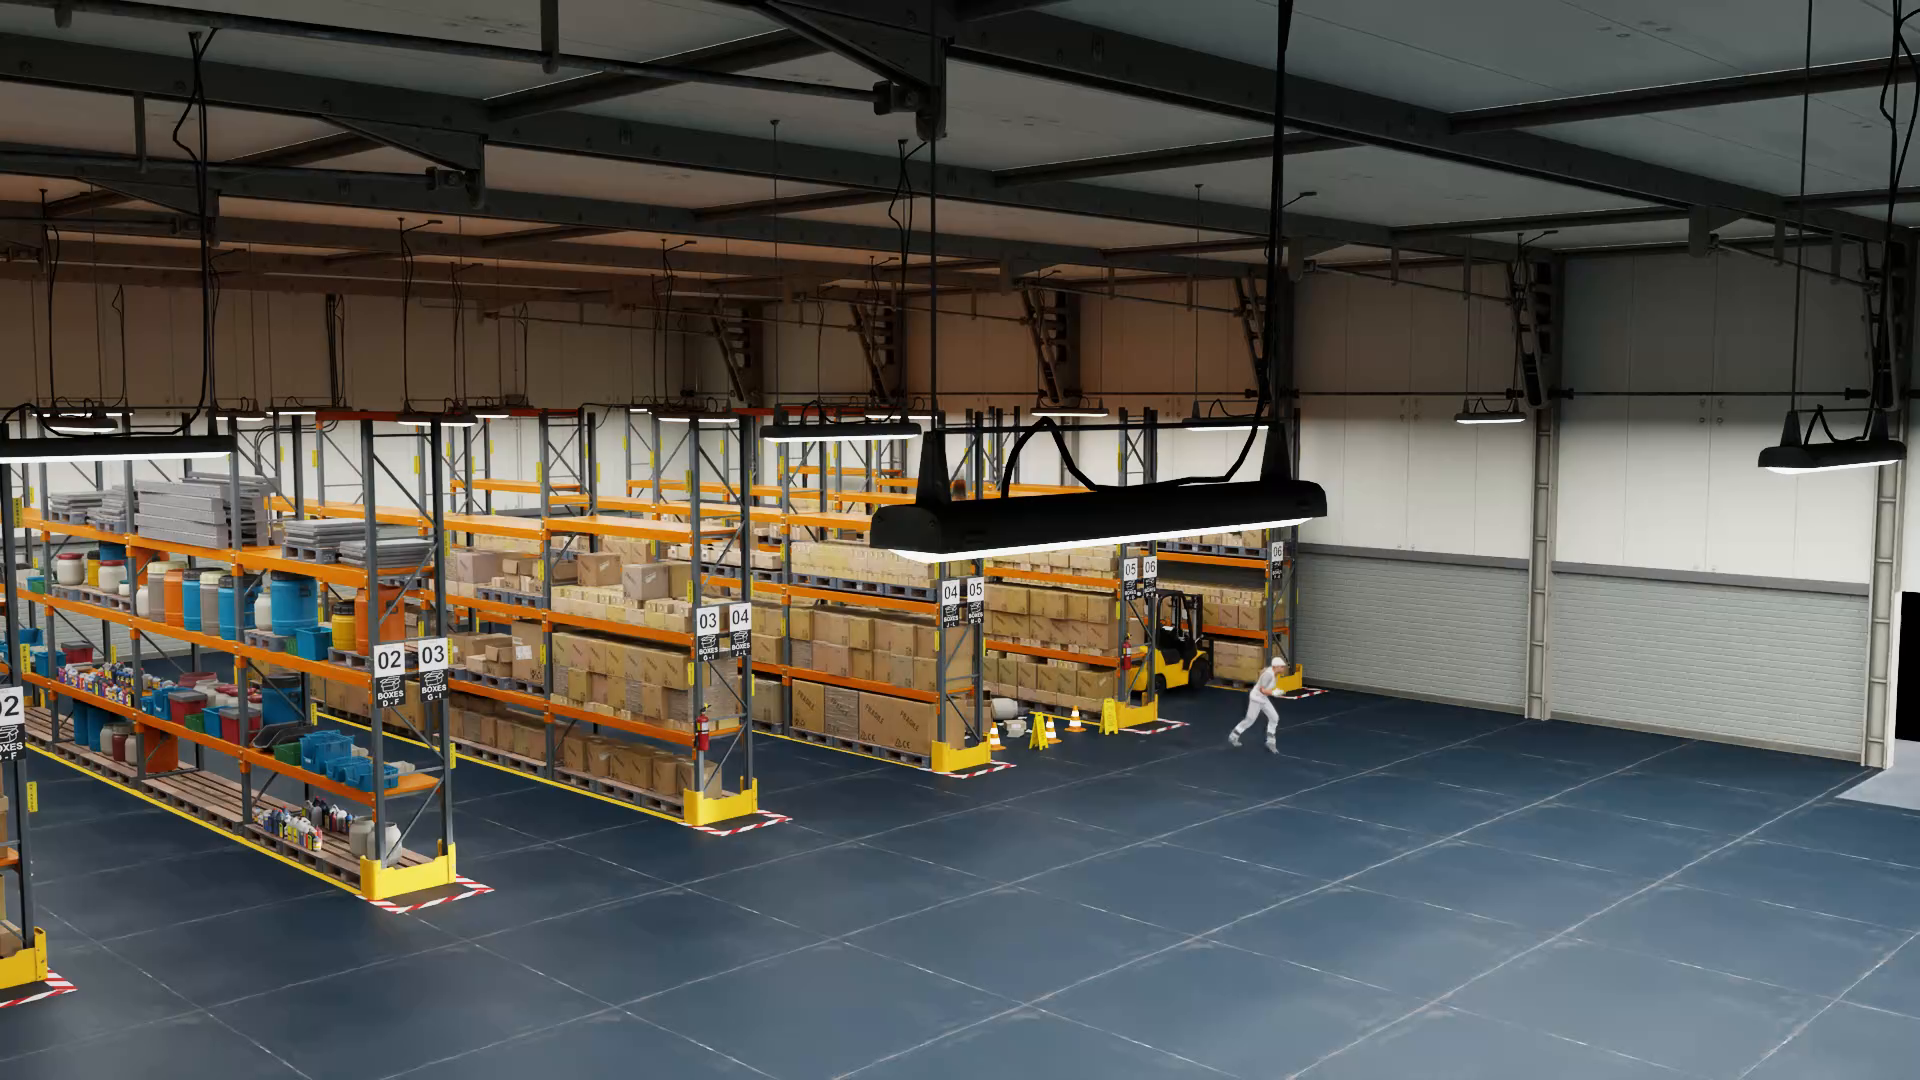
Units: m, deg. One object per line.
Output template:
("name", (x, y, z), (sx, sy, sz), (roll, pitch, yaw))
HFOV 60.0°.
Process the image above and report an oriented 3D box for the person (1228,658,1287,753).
("person", (5.265, 2.911, 29.415), (1.033, 1.730, 0.705), (2, 6, 24))
